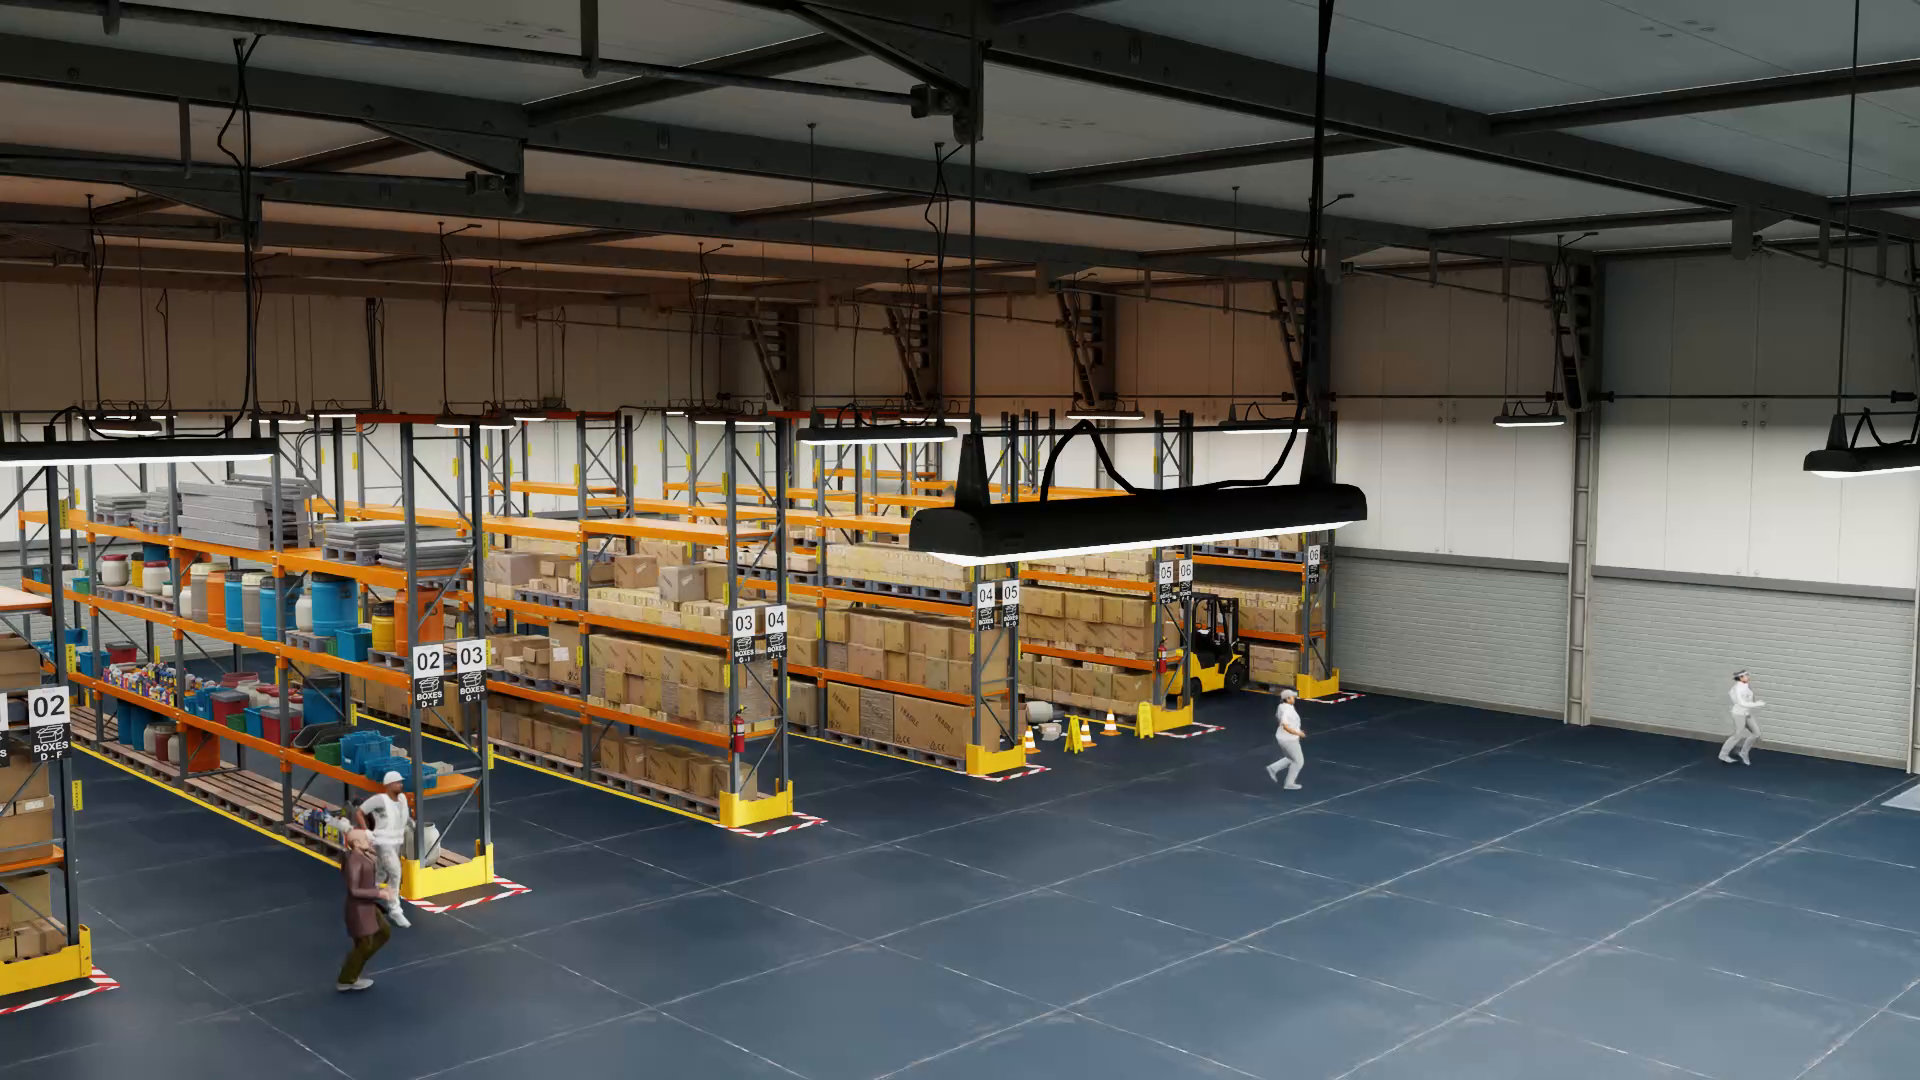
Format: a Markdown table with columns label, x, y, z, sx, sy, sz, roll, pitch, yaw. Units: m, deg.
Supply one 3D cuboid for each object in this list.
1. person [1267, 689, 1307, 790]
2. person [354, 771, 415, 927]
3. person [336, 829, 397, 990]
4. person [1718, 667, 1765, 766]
| label | x | y | z | sx | sy | sz | roll | pitch | yaw |
| --- | --- | --- | --- | --- | --- | --- | --- | --- | --- |
| person | 5.253 | 3.201 | 26.755 | 0.578 | 1.615 | 0.605 | 0 | 5 | 1 |
| person | -6.949 | 3.701 | 20.190 | 0.918 | 1.793 | 0.706 | 1 | 5 | 14 |
| person | -6.321 | 3.915 | 17.694 | 0.654 | 1.733 | 0.682 | -1 | 5 | -14 |
| person | 13.390 | 3.021 | 28.450 | 0.695 | 1.717 | 0.579 | 4 | 6 | 39 |
